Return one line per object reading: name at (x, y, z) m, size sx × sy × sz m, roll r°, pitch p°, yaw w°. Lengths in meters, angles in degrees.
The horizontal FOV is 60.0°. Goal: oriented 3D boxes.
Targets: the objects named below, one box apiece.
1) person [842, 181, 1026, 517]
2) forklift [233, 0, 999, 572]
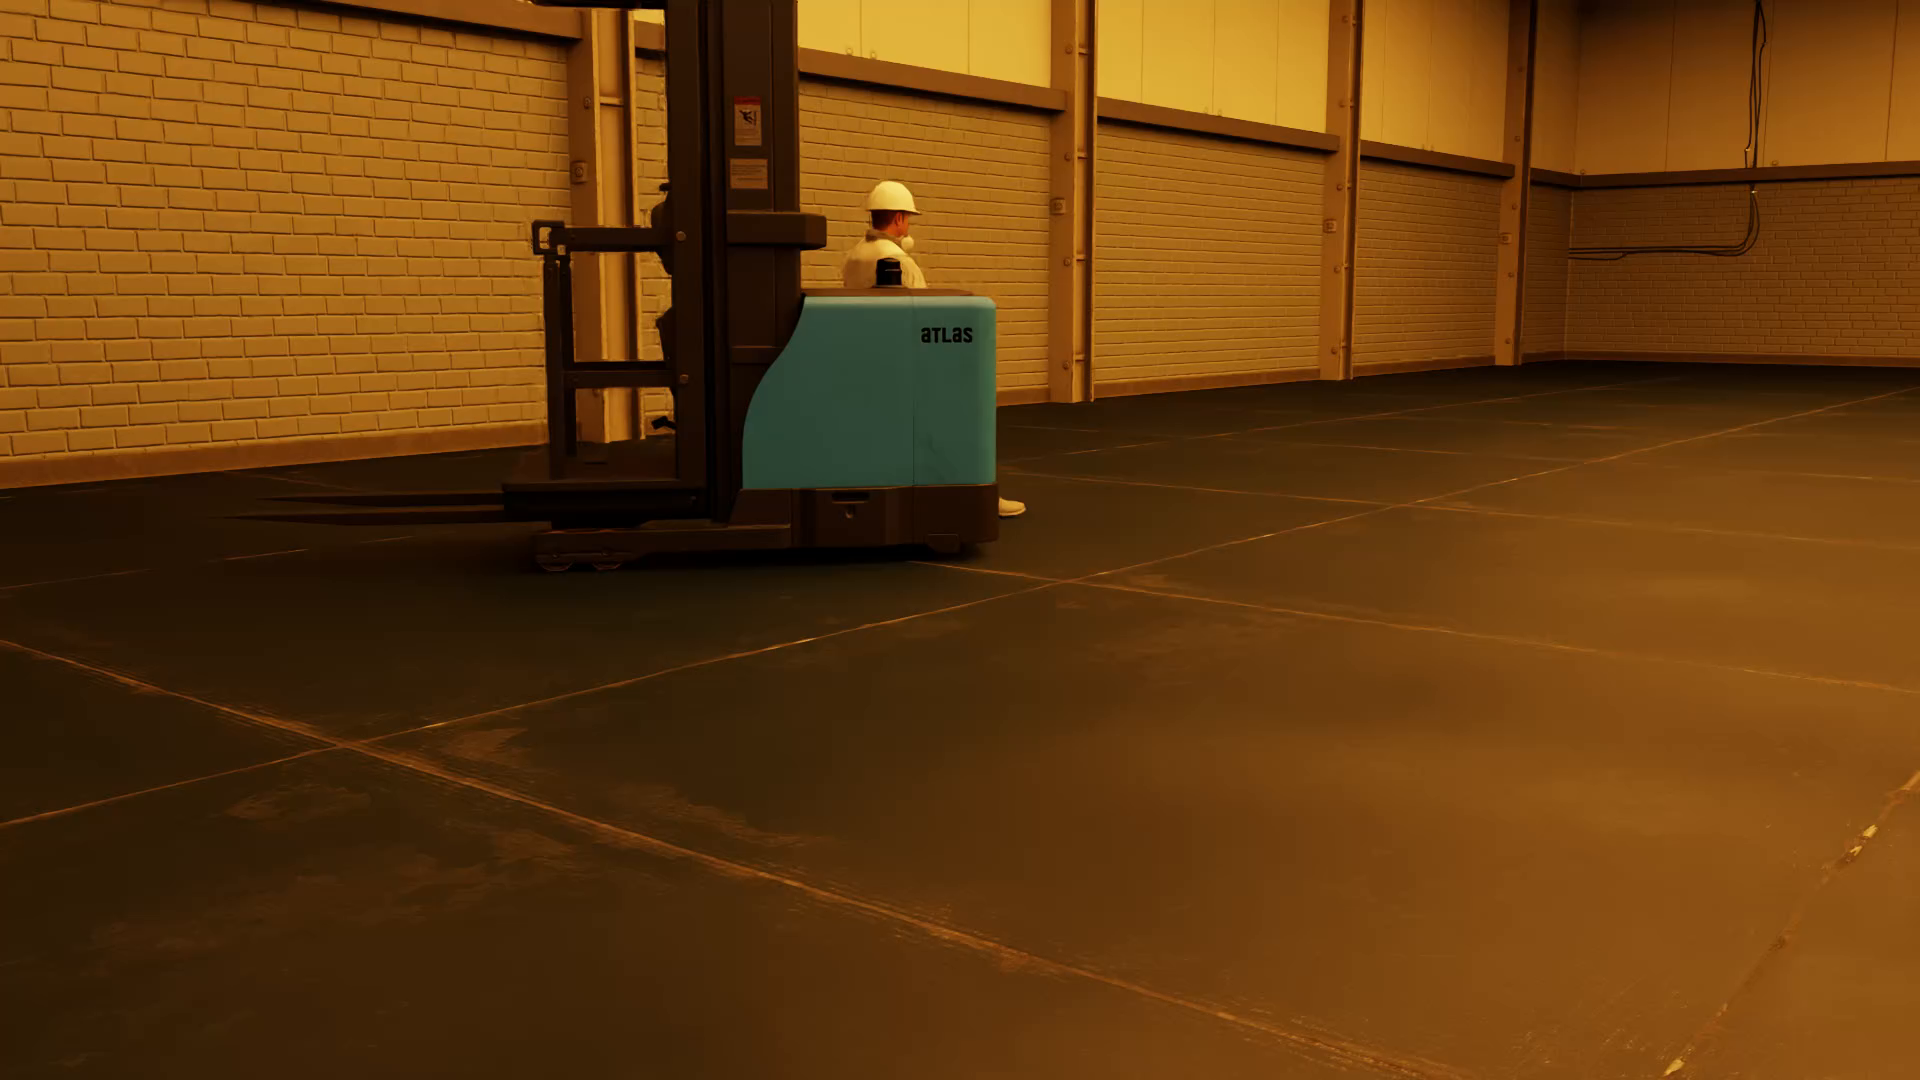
person at (-0.208, -0.947, 8.265) m, size 0.779 × 1.629 × 0.878 m, roll -5°, pitch 10°, yaw -31°
forklift at (-1.405, -1.407, 6.895) m, size 3.031 × 2.935 × 1.130 m, roll -1°, pitch 8°, yaw -10°
